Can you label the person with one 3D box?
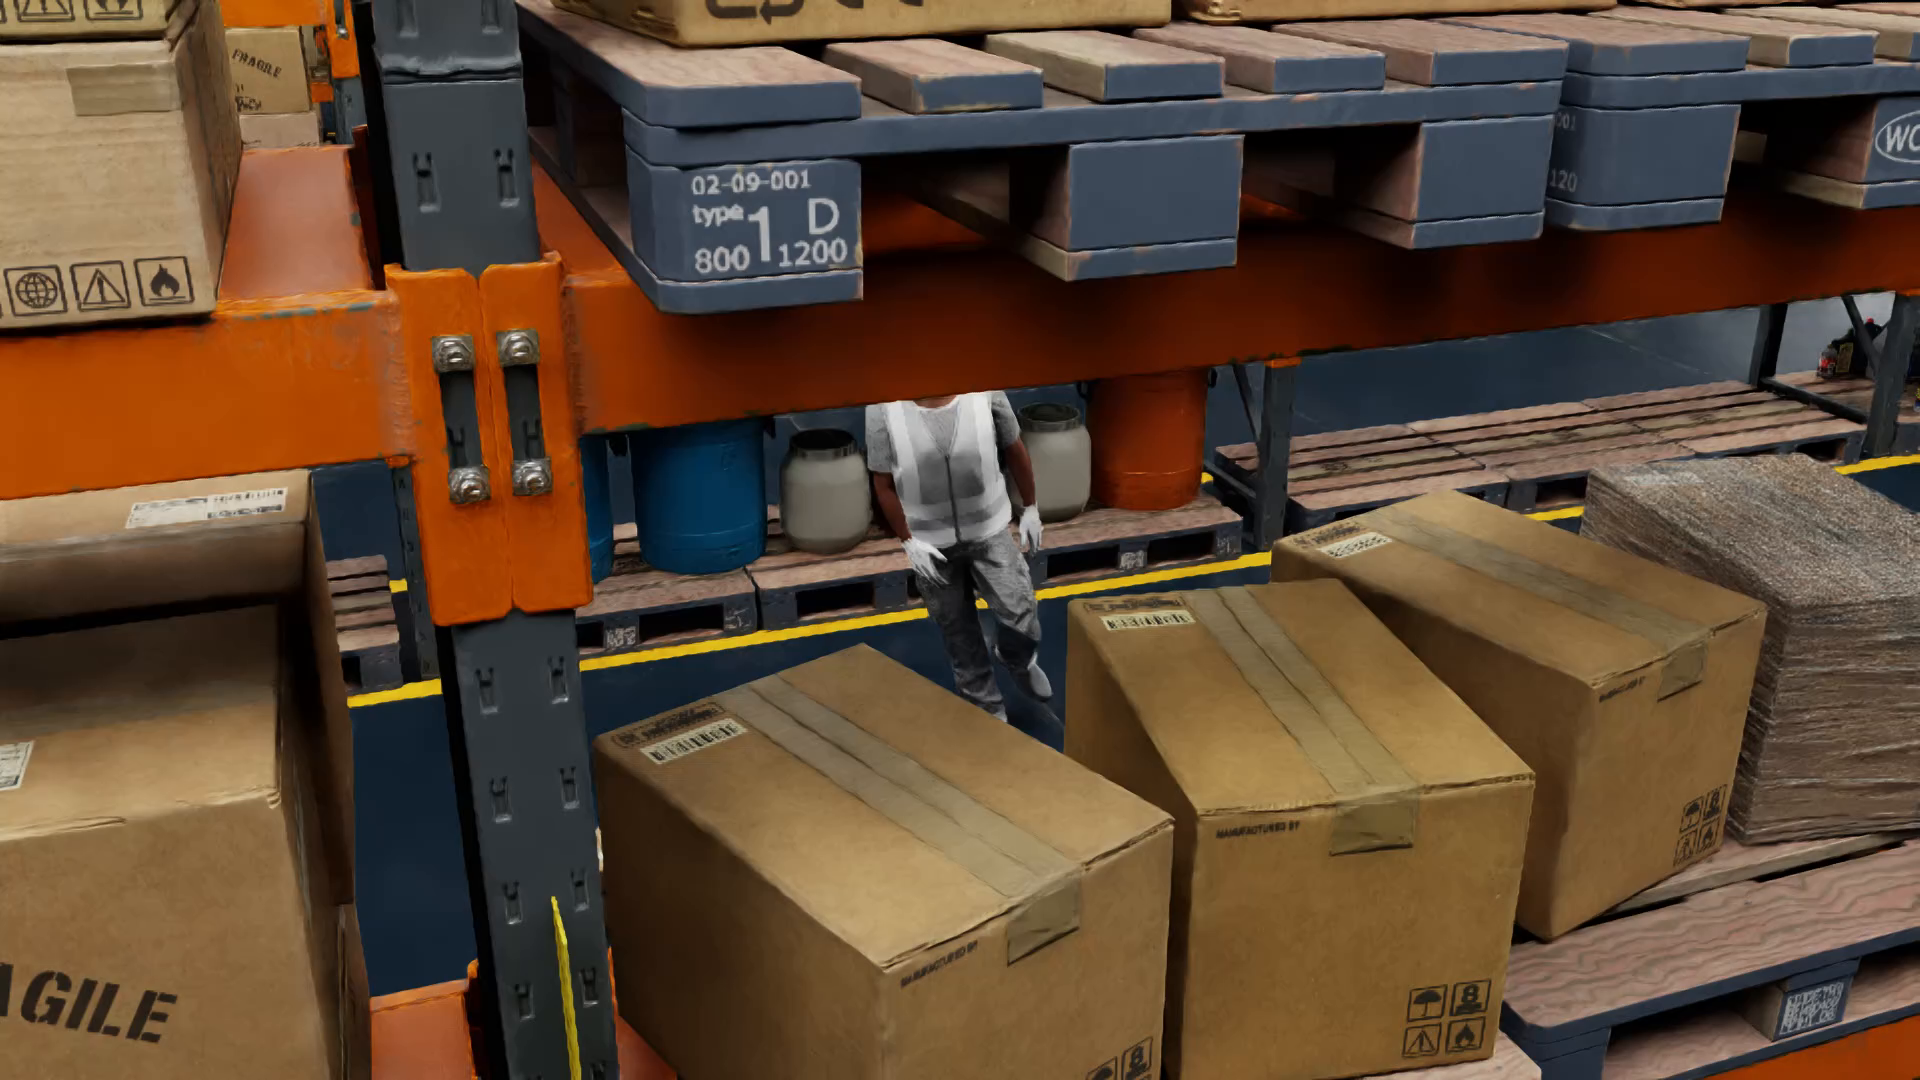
[{"bbox_3d":[0.025,-0.031,6.153,0.733,1.758,0.514,-3,23,-8],"label":"person"}]
